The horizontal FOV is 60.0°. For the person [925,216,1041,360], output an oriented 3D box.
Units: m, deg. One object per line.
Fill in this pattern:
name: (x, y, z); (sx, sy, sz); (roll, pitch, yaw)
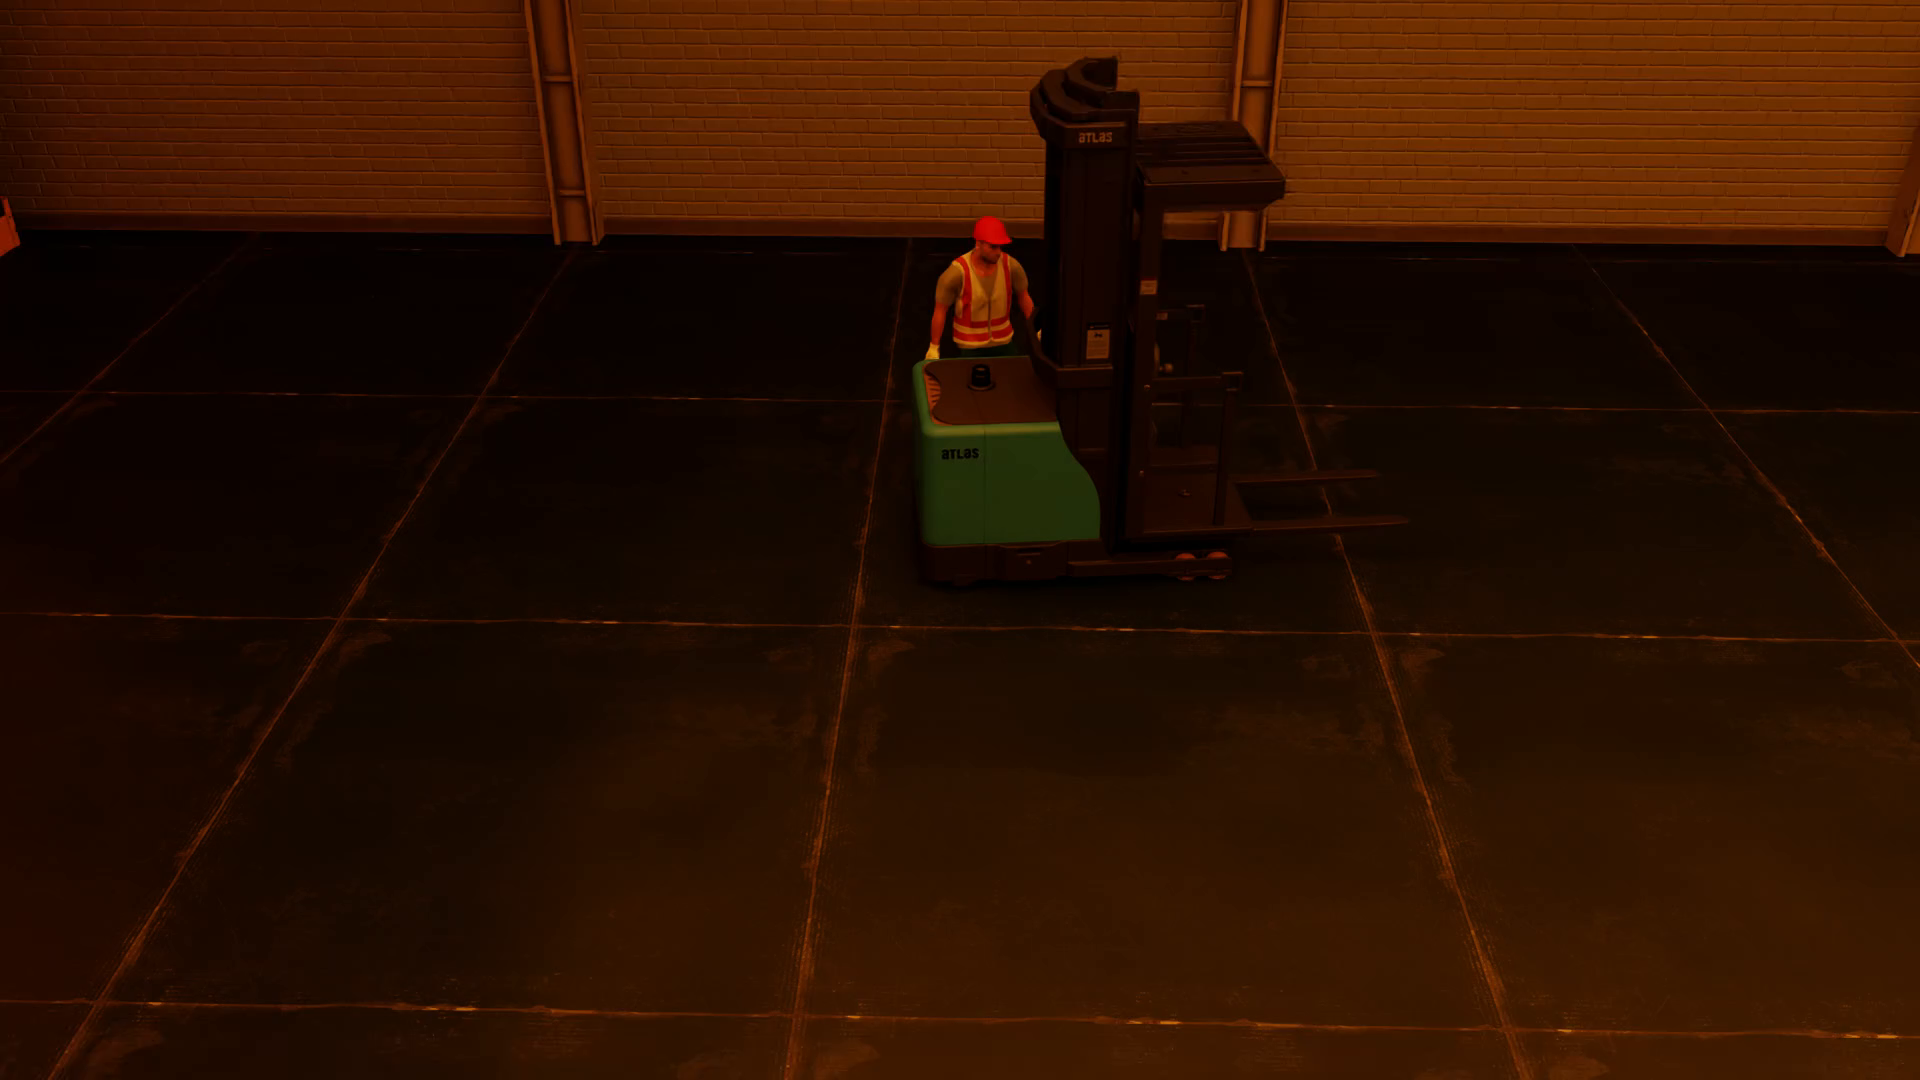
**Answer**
person: (0.180, -1.282, 10.869); (0.805, 1.756, 0.413); (-12, 32, -19)

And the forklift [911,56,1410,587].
forklift: (1.236, -1.281, 9.787); (3.031, 2.935, 1.130); (-3, 31, -4)
